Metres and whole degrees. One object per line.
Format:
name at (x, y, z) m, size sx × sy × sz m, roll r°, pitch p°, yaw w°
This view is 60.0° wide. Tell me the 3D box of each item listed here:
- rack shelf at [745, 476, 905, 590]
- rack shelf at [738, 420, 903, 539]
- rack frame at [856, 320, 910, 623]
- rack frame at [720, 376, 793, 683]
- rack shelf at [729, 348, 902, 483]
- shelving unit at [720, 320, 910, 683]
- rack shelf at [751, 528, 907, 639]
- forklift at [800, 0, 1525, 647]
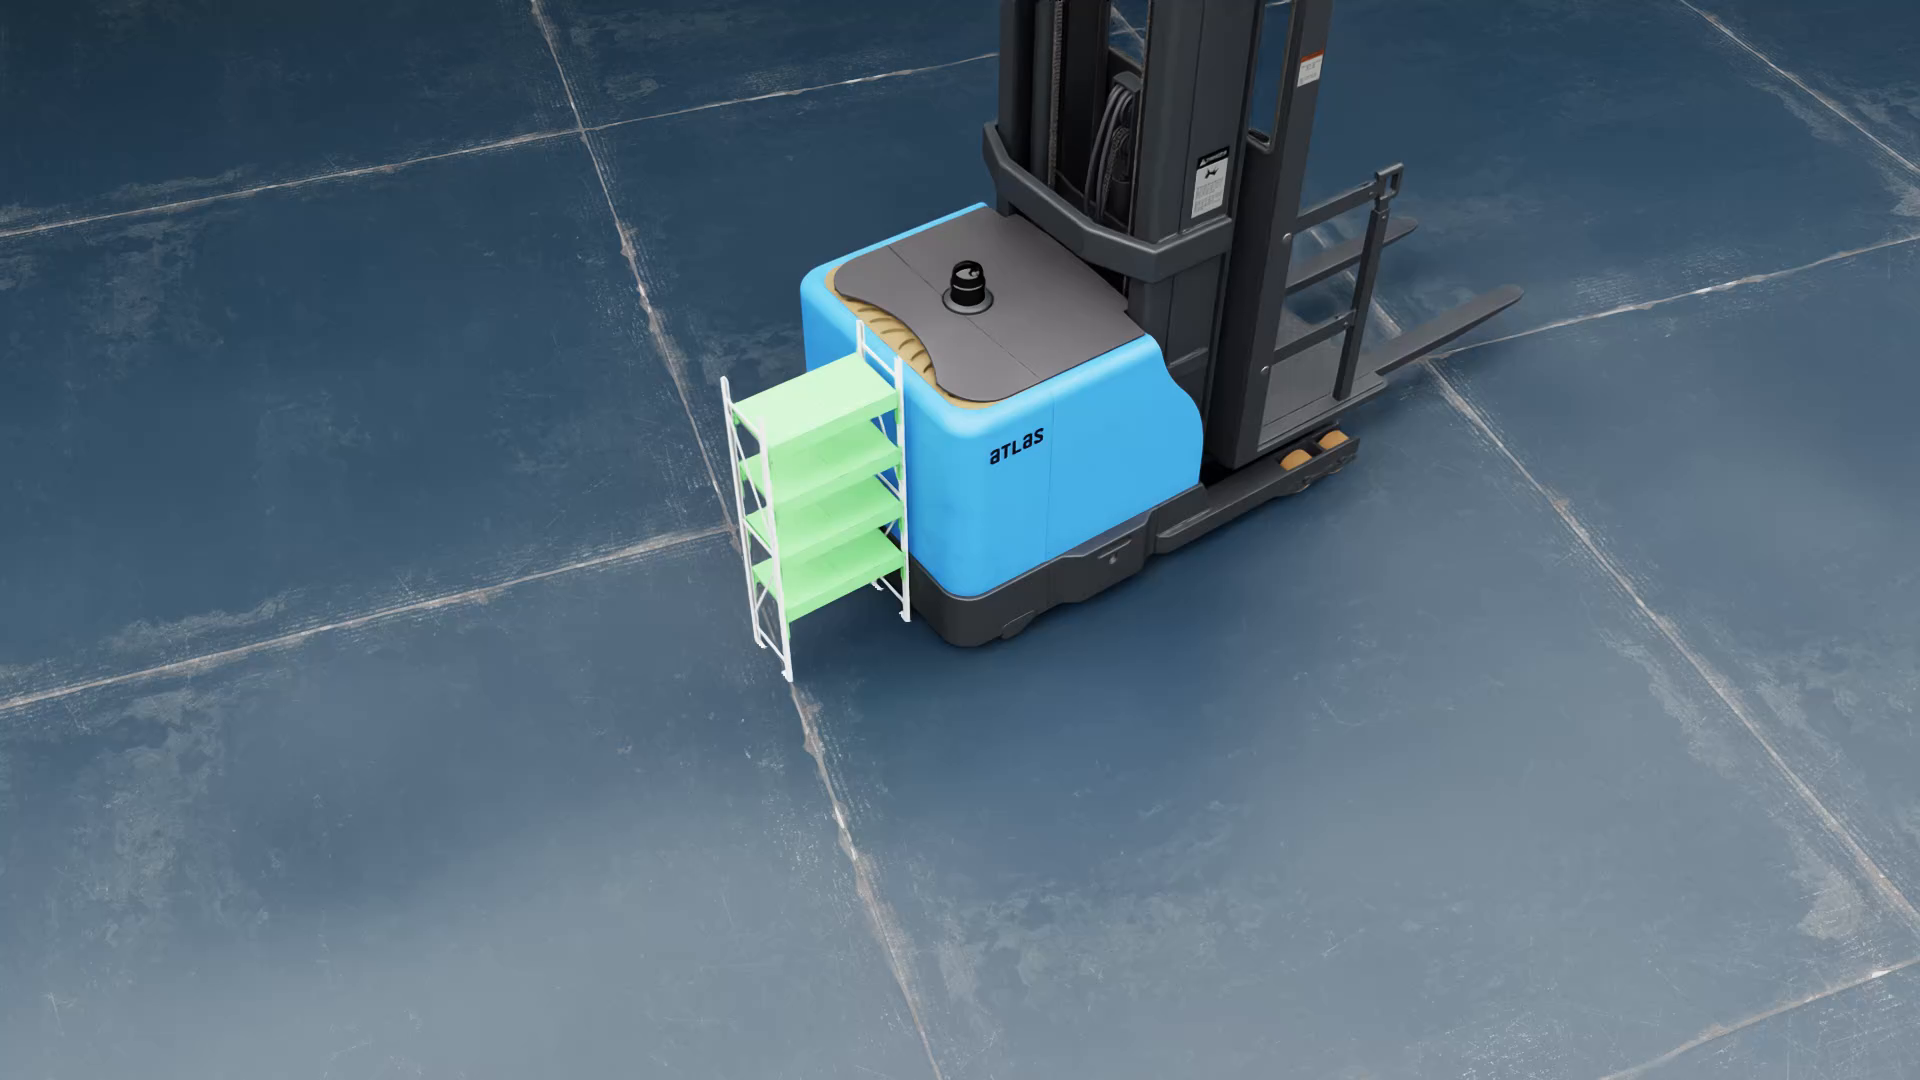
rack shelf at (-0.453, -0.055, 5.548) m, size 0.480 × 0.148 × 0.258 m, roll -26°, pitch 51°, yaw -24°
rack shelf at (-0.453, -0.225, 5.378) m, size 0.480 × 0.148 × 0.258 m, roll -26°, pitch 51°, yaw -24°
rack frame at (-0.253, -0.199, 5.601) m, size 0.015 × 1.200 × 0.240 m, roll -26°, pitch 51°, yaw -24°
rack frame at (-0.653, -0.001, 5.404) m, size 0.015 × 1.200 × 0.240 m, roll -26°, pitch 51°, yaw -24°
rack shelf at (-0.453, -0.394, 5.208) m, size 0.480 × 0.148 × 0.258 m, roll -26°, pitch 51°, yaw -24°
shelving unit at (-0.453, -0.100, 5.503) m, size 0.503 × 1.200 × 0.258 m, roll -26°, pitch 51°, yaw -24°
rack shelf at (-0.453, 0.114, 5.718) m, size 0.480 × 0.148 × 0.258 m, roll -26°, pitch 51°, yaw -24°
forklift at (0.940, -1.500, 5.676) m, size 3.031 × 2.935 × 1.130 m, roll -26°, pitch 51°, yaw -24°
